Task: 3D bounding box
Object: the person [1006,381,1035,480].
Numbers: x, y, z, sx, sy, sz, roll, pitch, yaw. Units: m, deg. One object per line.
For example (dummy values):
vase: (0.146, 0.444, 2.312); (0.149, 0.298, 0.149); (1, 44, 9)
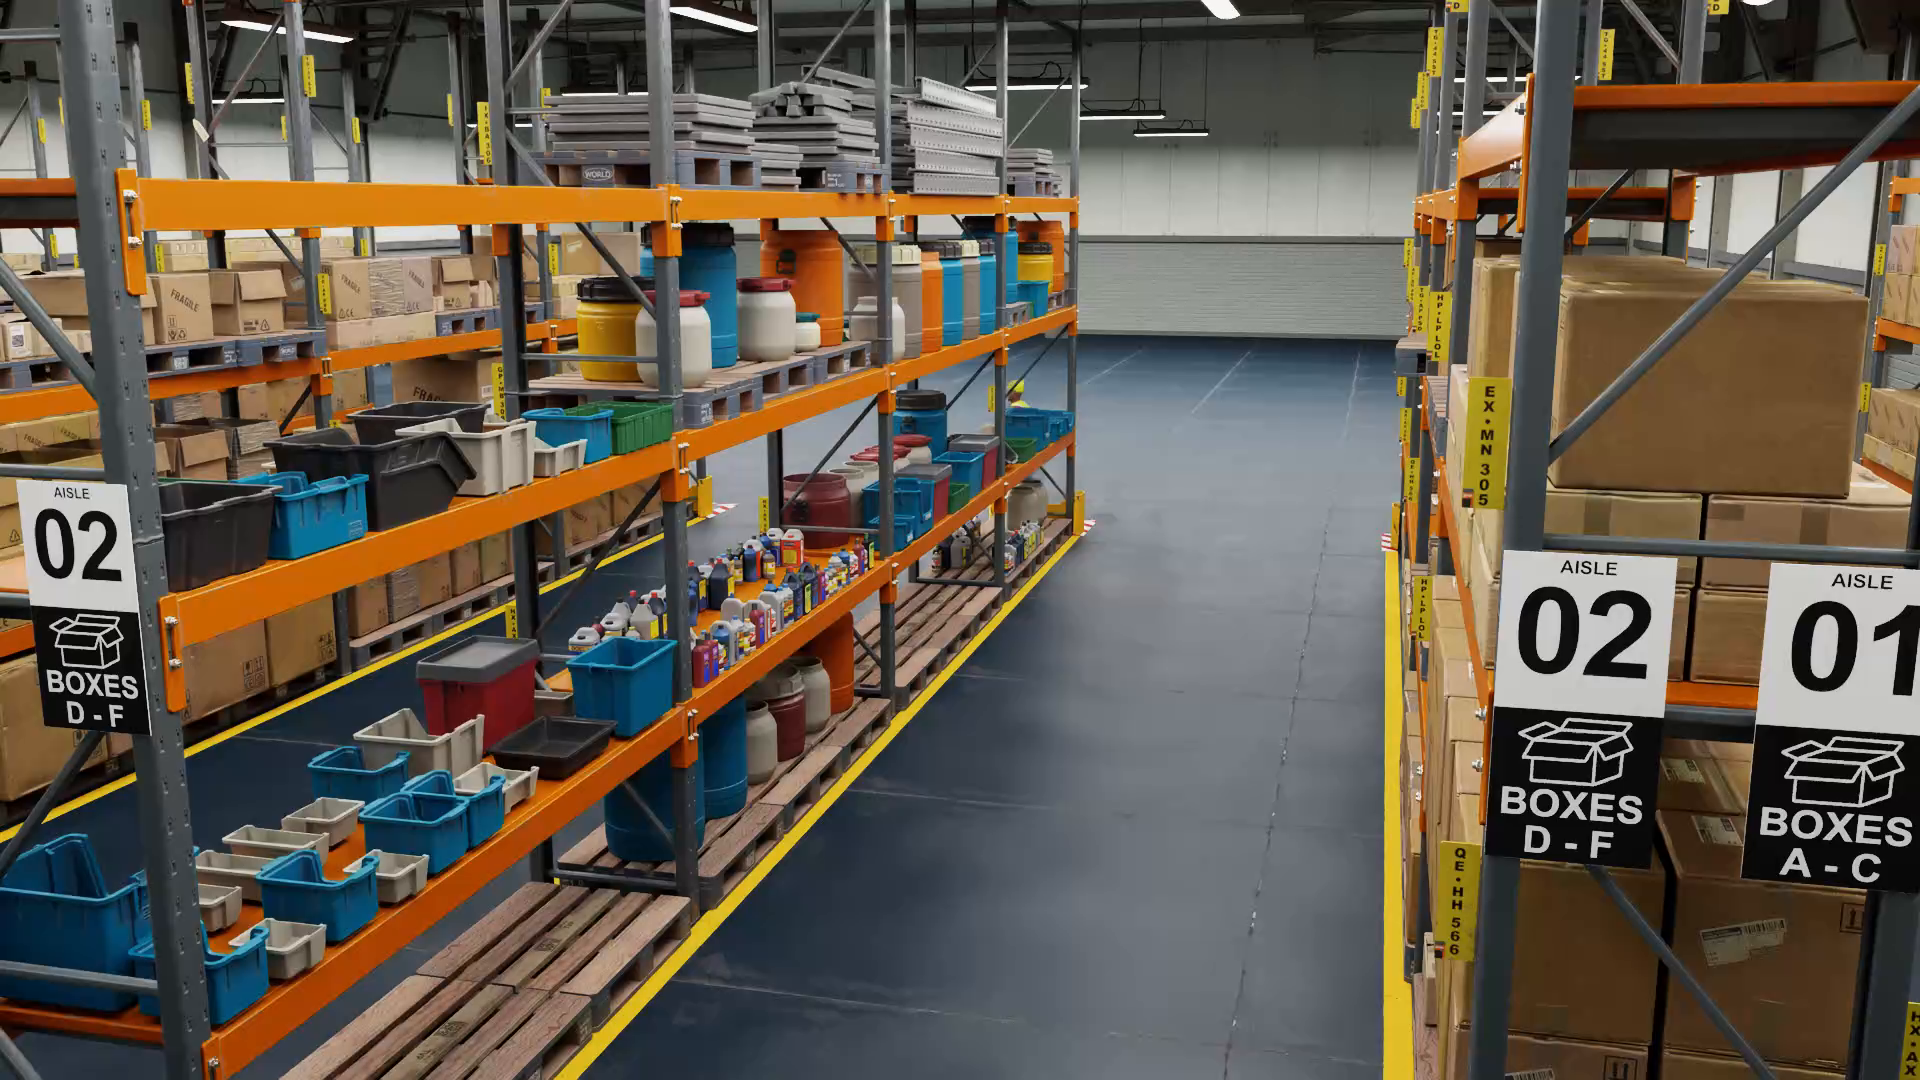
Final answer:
person: (0.647, -1.266, 22.147); (1.014, 1.718, 0.615); (2, 12, 9)
